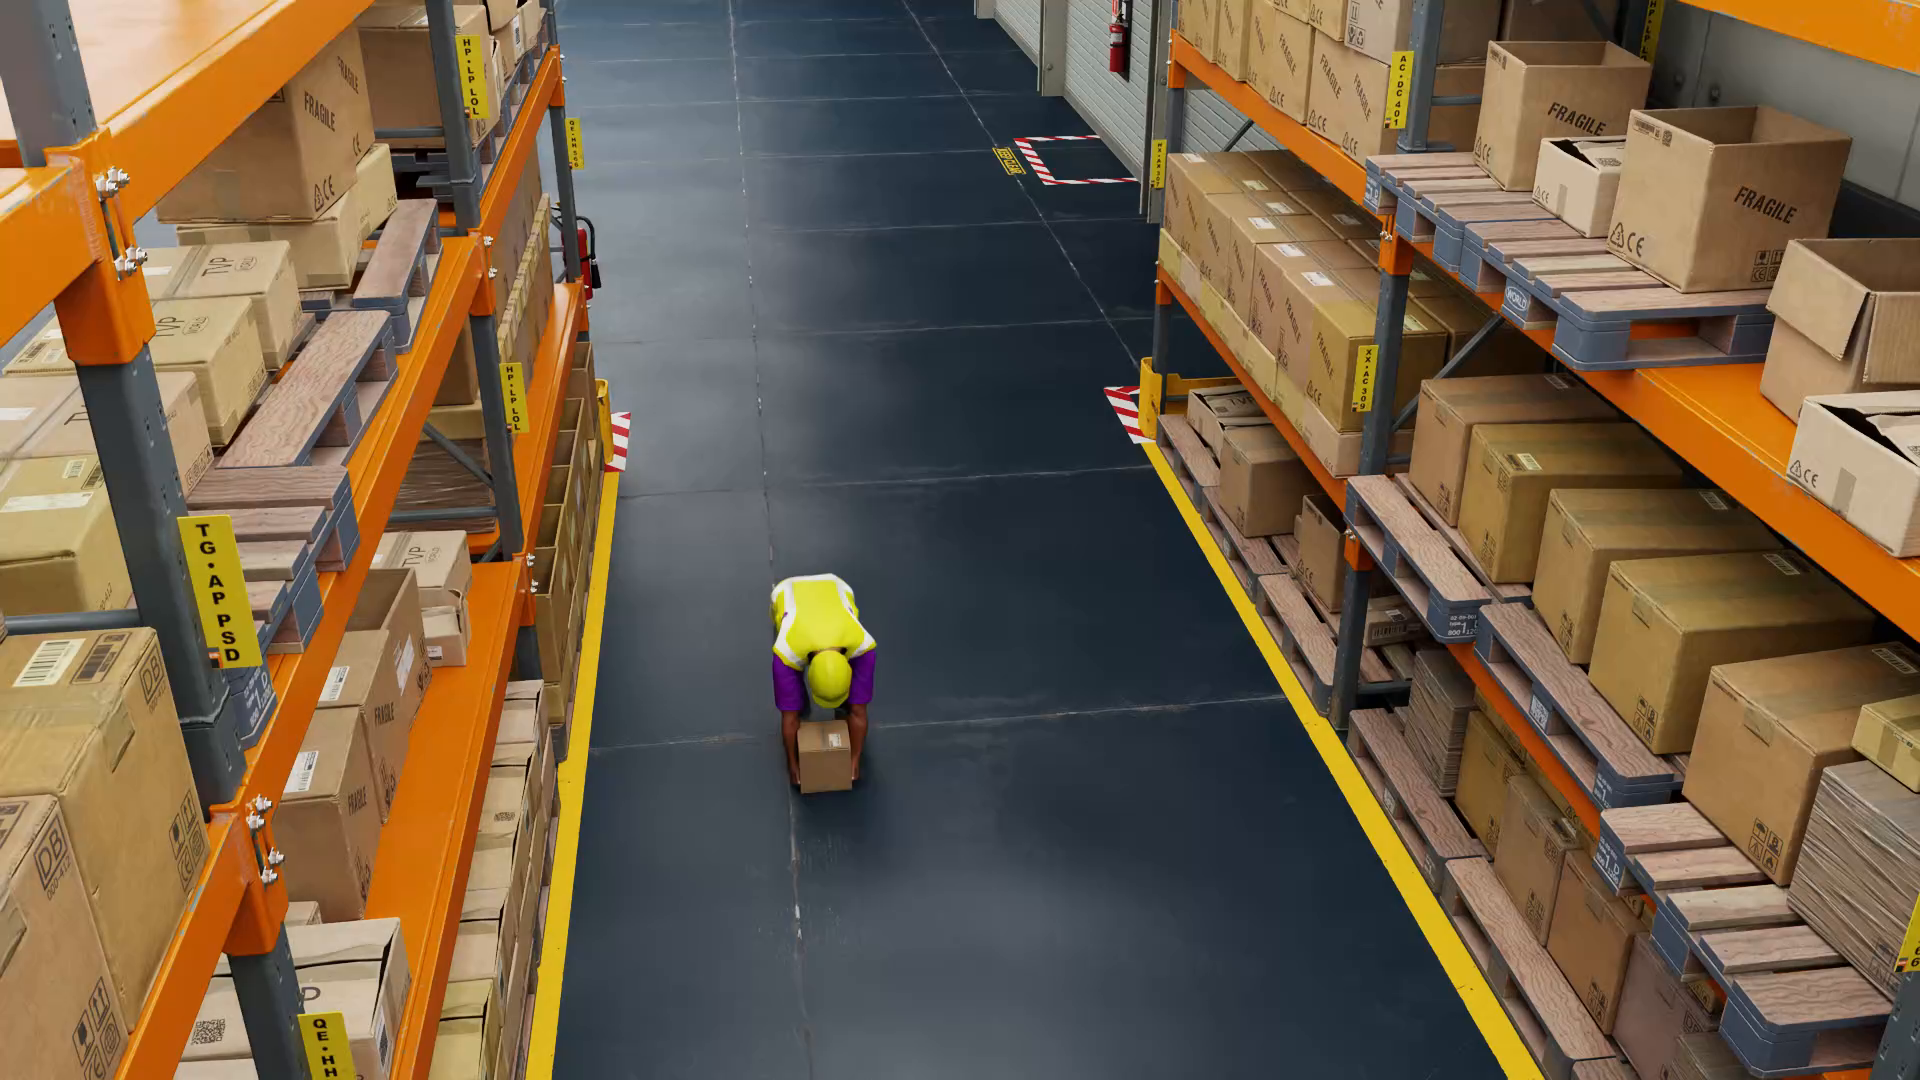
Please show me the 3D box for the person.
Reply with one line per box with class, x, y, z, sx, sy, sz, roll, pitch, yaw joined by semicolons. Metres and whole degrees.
person;-0.682;0.683;8.286;0.507;0.862;0.968;-5;27;-9
